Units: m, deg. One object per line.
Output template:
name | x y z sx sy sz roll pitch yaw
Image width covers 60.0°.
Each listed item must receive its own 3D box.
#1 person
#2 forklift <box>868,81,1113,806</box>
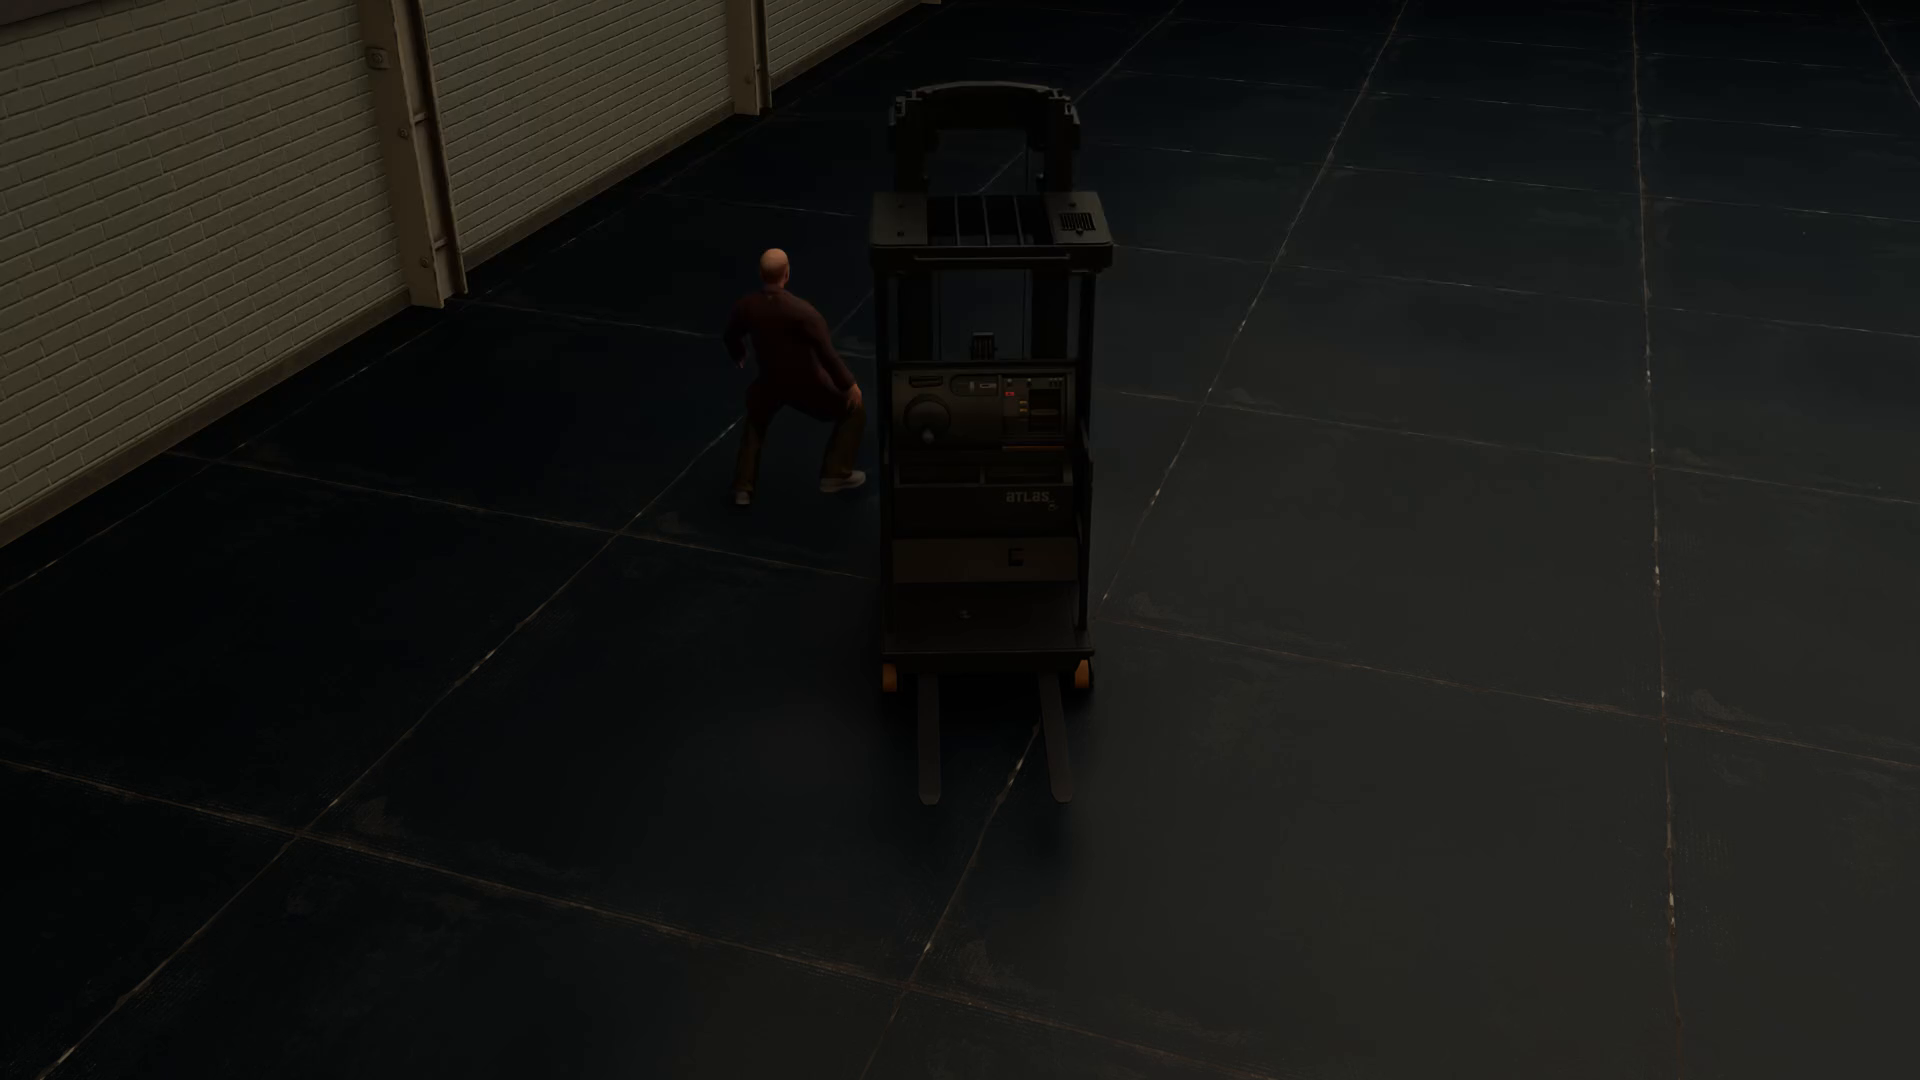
person | -1.055 -1.003 10.222 0.991 1.654 0.656 14 32 23
forklift | 0.128 -0.633 8.247 1.130 2.935 3.031 -1 30 -1
